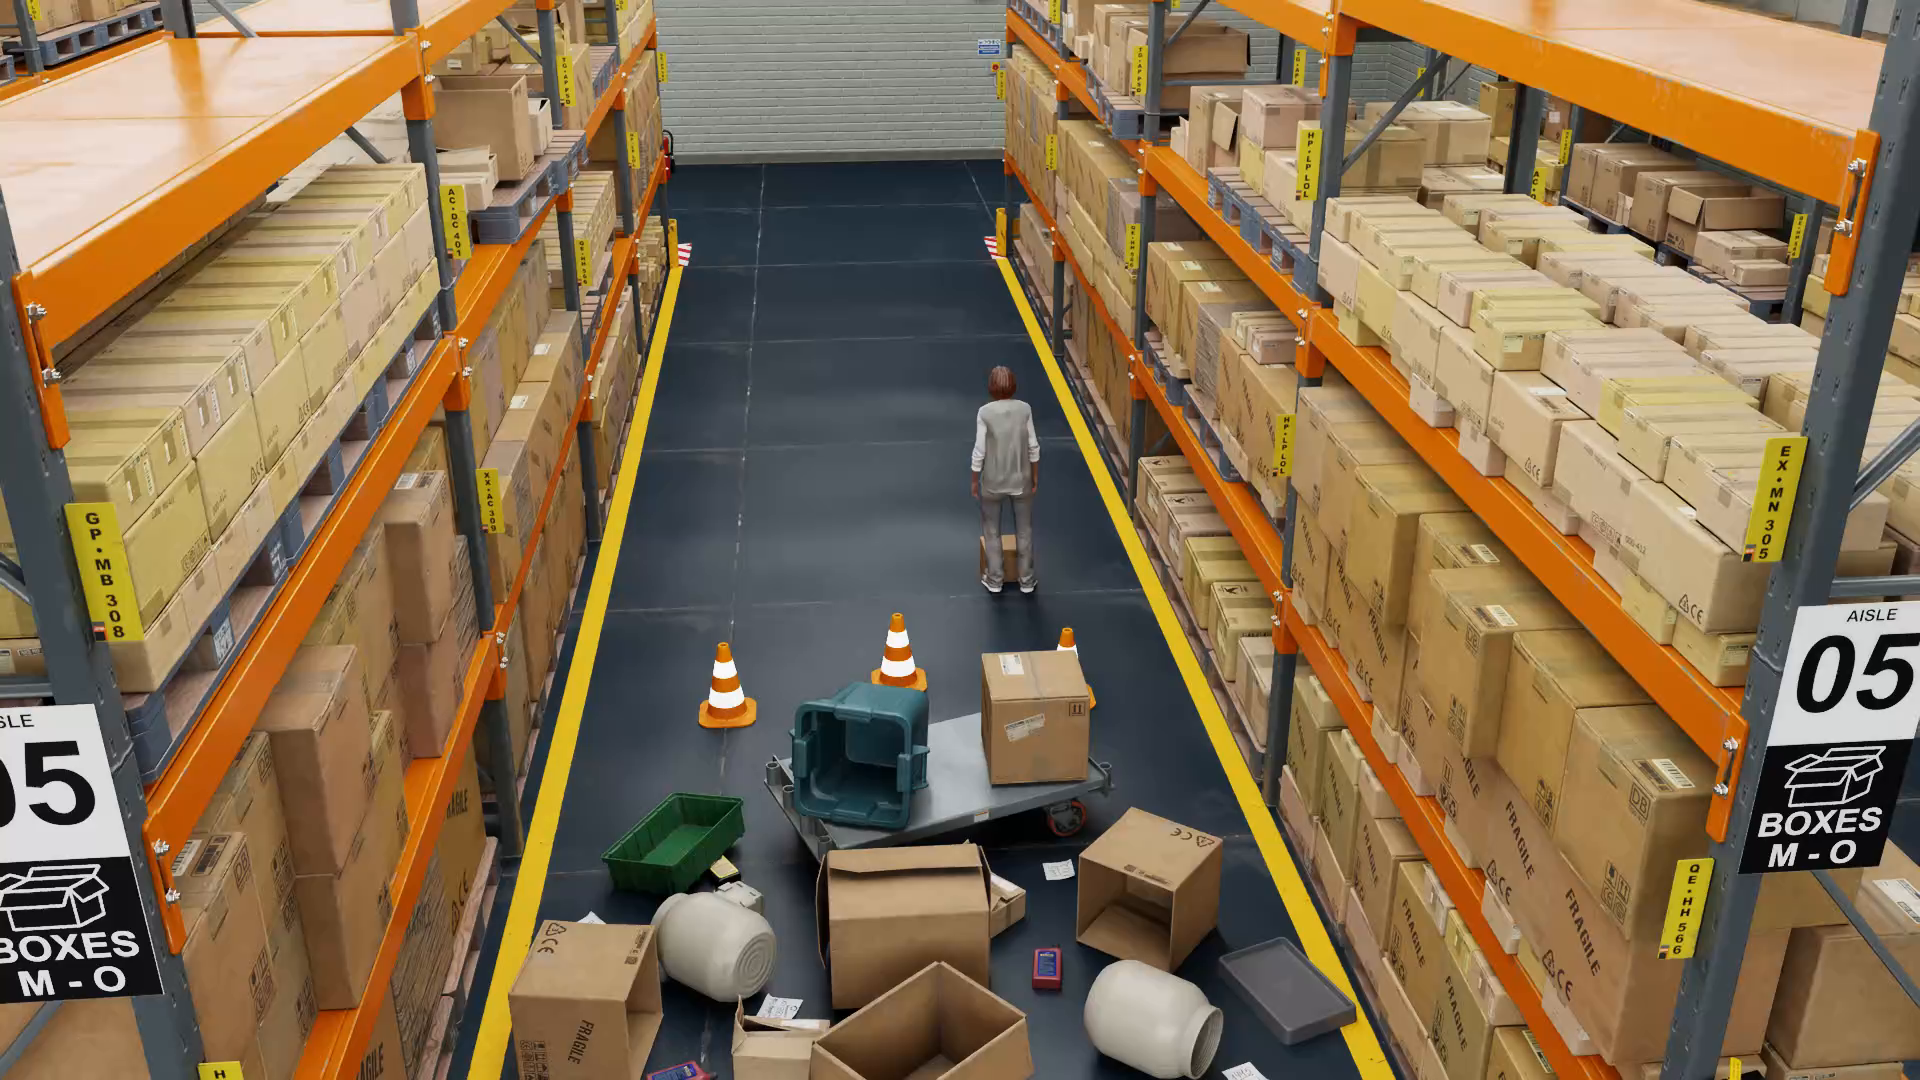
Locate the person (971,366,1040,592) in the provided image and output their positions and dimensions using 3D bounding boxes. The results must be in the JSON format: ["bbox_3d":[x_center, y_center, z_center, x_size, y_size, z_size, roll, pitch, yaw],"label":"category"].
[{"bbox_3d":[0.307,-0.390,11.181,0.482,1.591,0.378,-4,24,-8],"label":"person"}]
